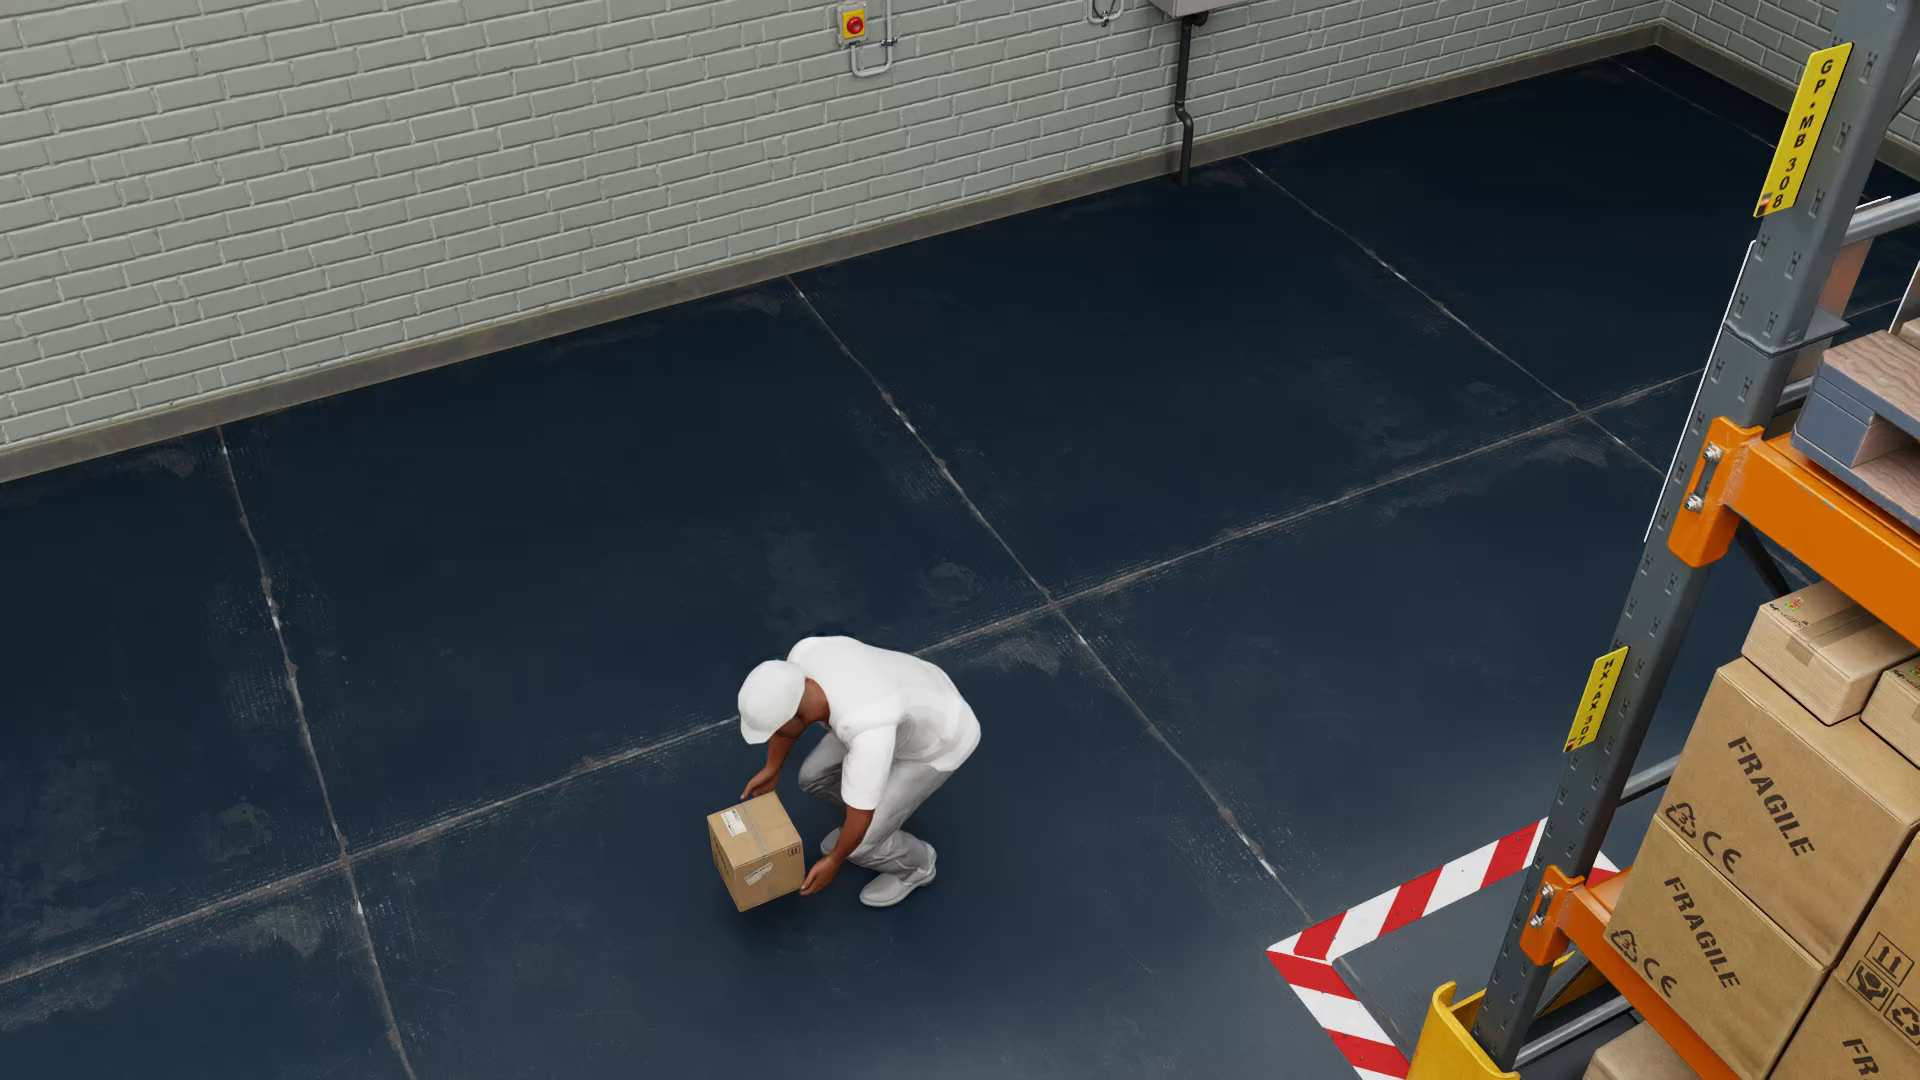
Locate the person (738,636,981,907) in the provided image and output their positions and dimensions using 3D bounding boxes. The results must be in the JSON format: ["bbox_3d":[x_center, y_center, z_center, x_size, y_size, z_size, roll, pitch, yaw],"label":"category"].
[{"bbox_3d":[-0.327,0.768,5.665,0.831,1.233,0.623,-19,44,-20],"label":"person"}]
